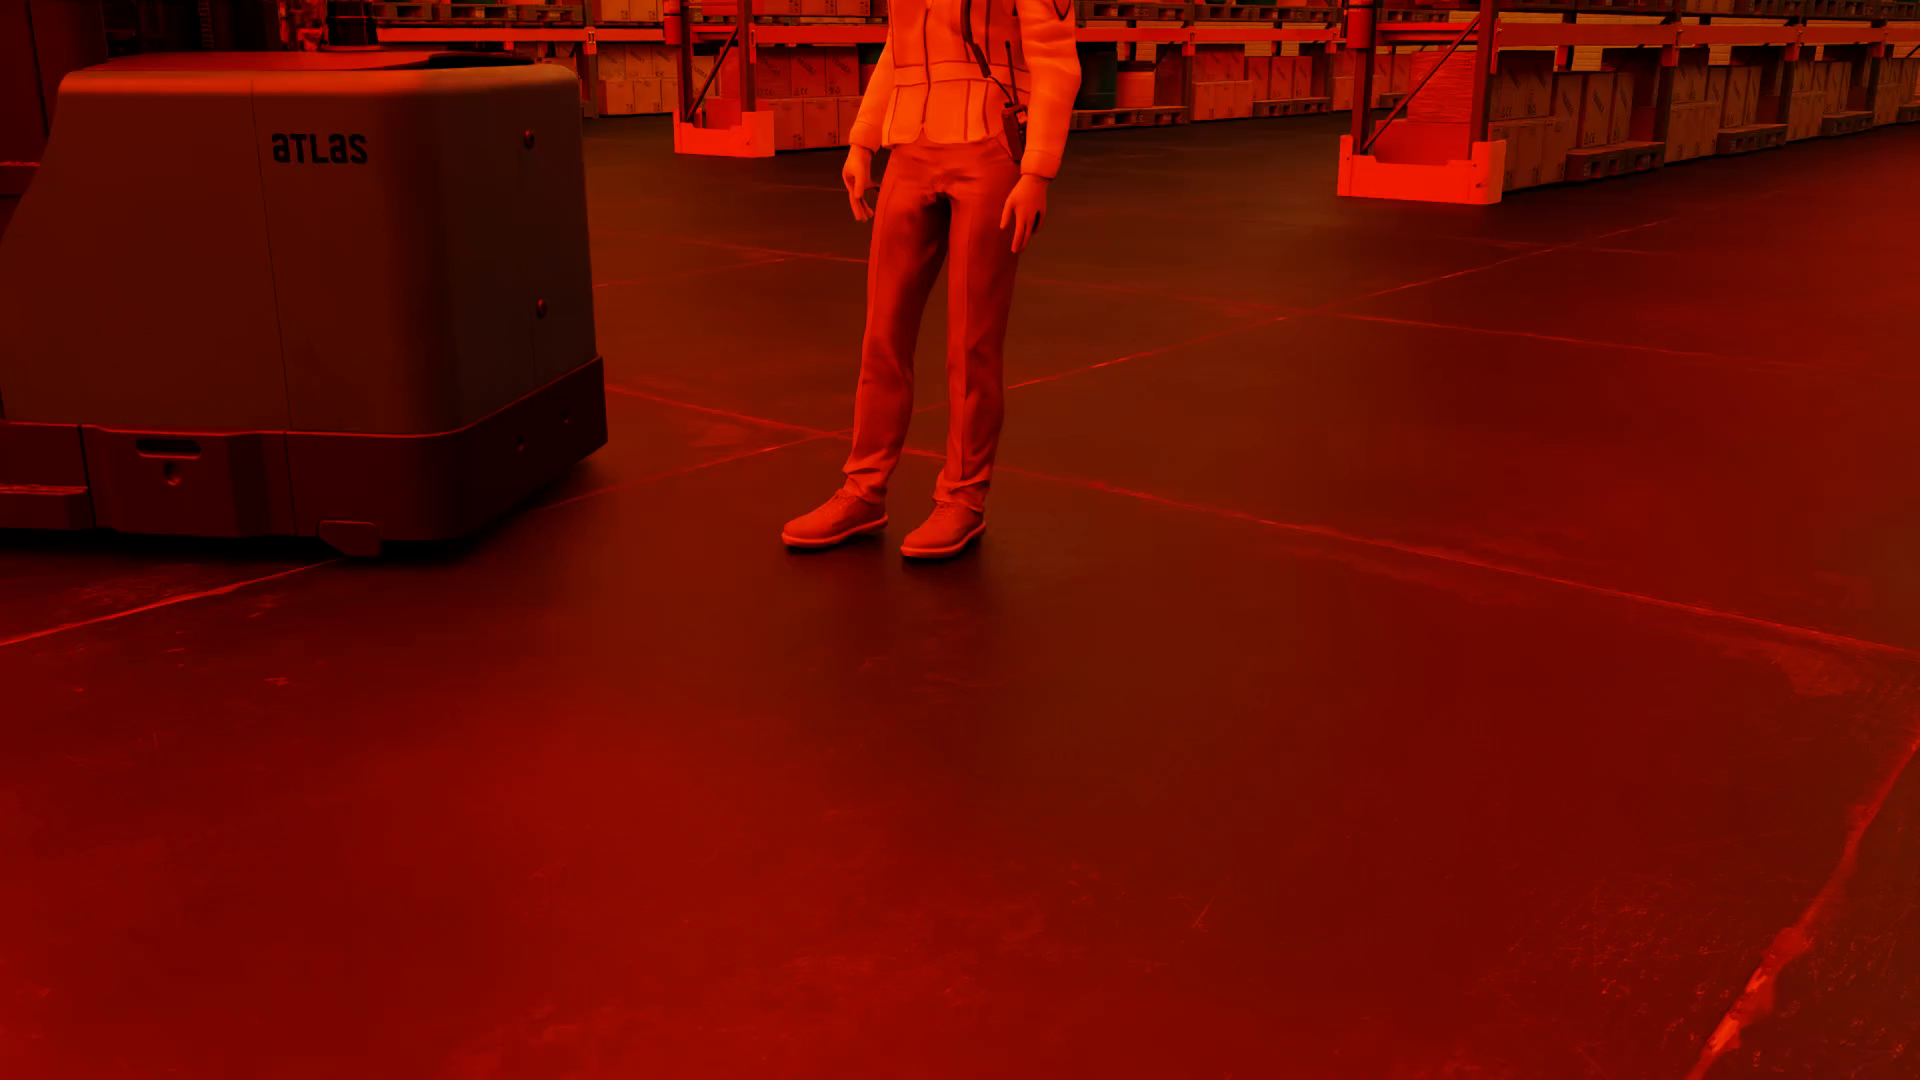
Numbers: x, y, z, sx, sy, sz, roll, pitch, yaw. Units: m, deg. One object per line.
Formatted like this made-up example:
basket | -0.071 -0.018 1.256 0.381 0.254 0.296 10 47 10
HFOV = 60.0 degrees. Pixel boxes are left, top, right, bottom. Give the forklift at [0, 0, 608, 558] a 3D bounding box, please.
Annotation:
forklift | -2.531 -1.539 3.967 3.031 2.935 1.130 2 17 8

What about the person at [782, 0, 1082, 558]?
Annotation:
person | -0.048 -0.803 3.647 0.588 1.695 0.531 13 21 37
